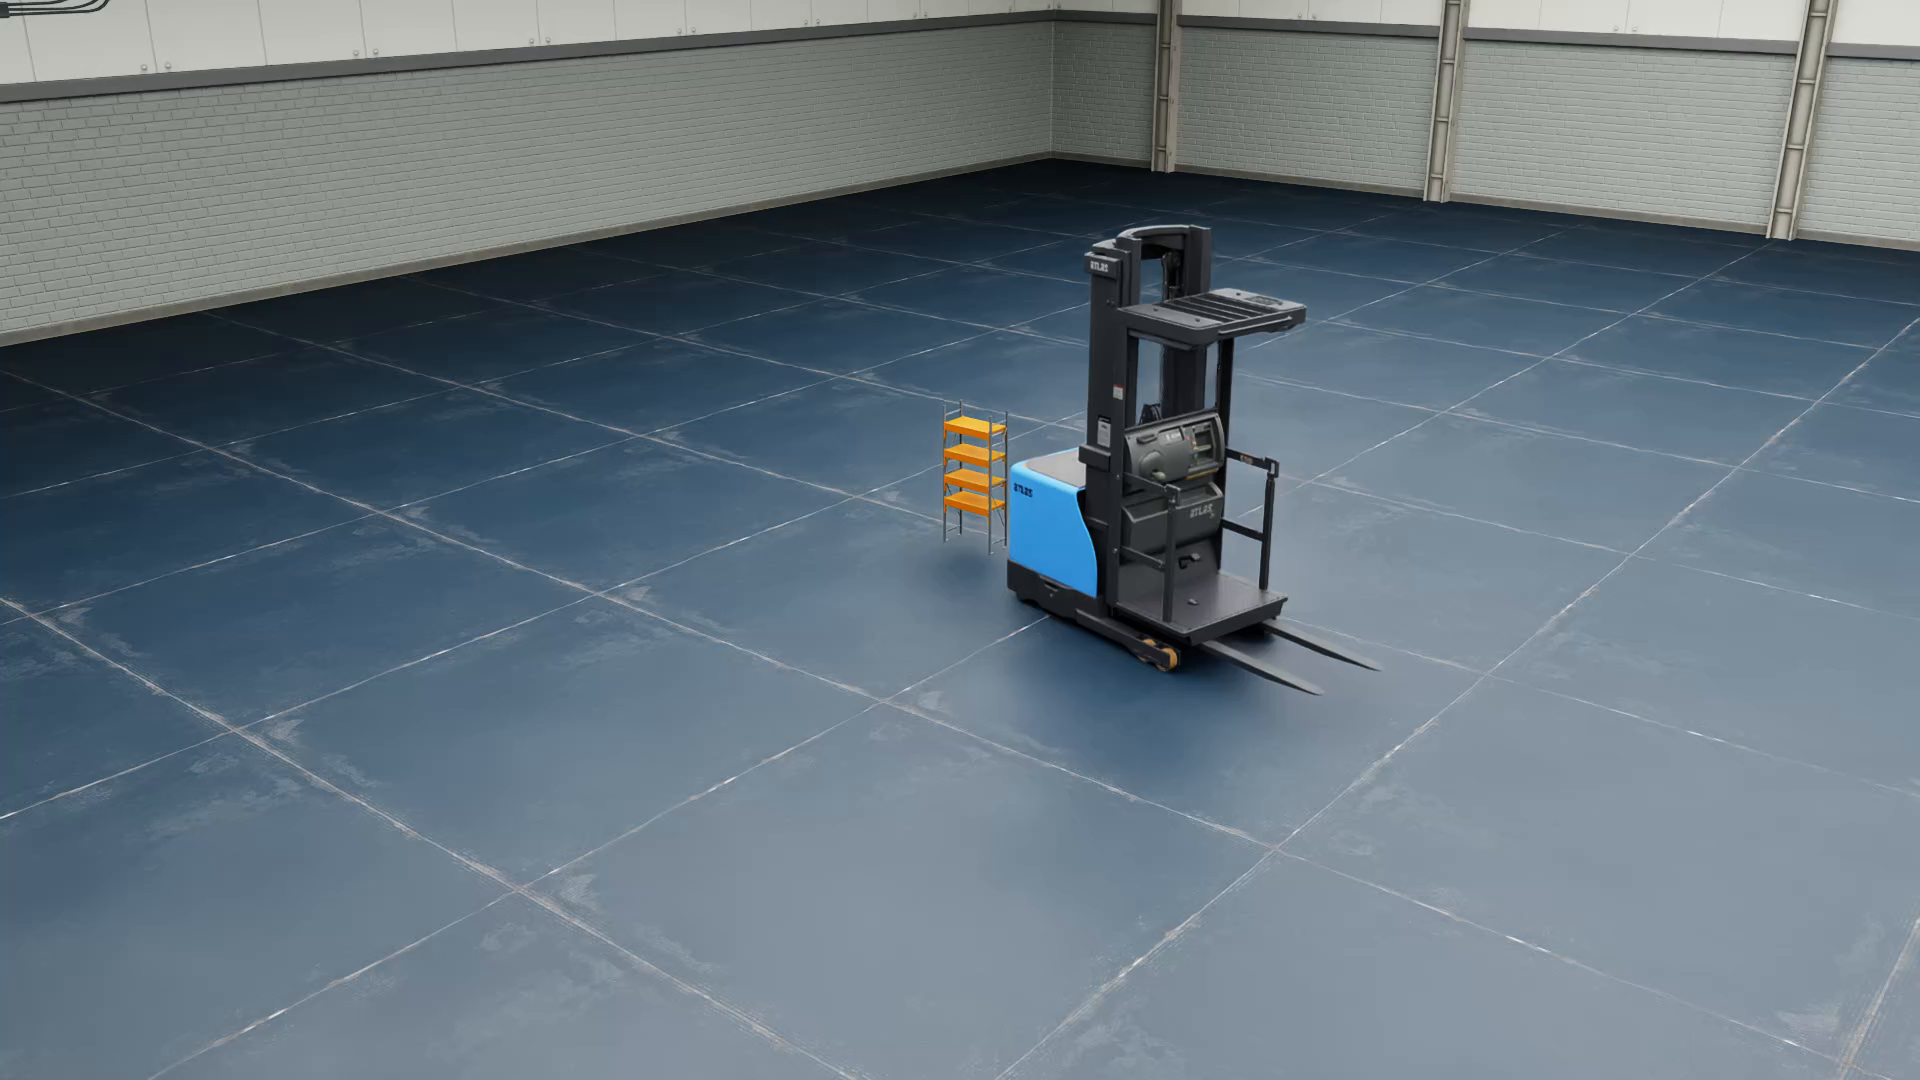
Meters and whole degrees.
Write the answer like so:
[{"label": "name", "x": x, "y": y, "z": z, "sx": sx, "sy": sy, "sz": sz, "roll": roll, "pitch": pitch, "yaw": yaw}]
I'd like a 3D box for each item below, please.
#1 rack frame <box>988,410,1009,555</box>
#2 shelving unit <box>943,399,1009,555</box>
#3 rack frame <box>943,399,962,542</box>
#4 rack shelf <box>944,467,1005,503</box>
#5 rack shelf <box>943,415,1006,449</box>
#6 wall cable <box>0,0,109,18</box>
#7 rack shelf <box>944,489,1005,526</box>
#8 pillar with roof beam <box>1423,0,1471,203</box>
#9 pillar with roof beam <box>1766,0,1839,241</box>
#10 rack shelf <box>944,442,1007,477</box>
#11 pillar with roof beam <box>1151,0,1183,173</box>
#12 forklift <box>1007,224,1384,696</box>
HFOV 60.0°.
[{"label": "rack frame", "x": 0.317, "y": -0.470, "z": 13.716, "sx": 0.015, "sy": 1.200, "sz": 0.240, "roll": 16, "pitch": 26, "yaw": 36}, {"label": "shelving unit", "x": 0.128, "y": -0.524, "z": 13.861, "sx": 0.503, "sy": 1.200, "sz": 0.258, "roll": 16, "pitch": 26, "yaw": 36}, {"label": "rack frame", "x": -0.061, "y": -0.579, "z": 14.005, "sx": 0.015, "sy": 1.200, "sz": 0.240, "roll": 16, "pitch": 26, "yaw": 36}, {"label": "rack shelf", "x": 0.128, "y": -0.462, "z": 13.885, "sx": 0.480, "sy": 0.148, "sz": 0.258, "roll": 16, "pitch": 26, "yaw": 36}, {"label": "rack shelf", "x": 0.128, "y": -0.892, "z": 13.722, "sx": 0.480, "sy": 0.148, "sz": 0.258, "roll": 16, "pitch": 26, "yaw": 36}, {"label": "wall cable", "x": -11.142, "y": -8.448, "z": 19.000, "sx": 0.169, "sy": 6.003, "sz": 2.305, "roll": 16, "pitch": 26, "yaw": 36}, {"label": "rack shelf", "x": 0.128, "y": -0.276, "z": 13.955, "sx": 0.480, "sy": 0.148, "sz": 0.258, "roll": 16, "pitch": 26, "yaw": 36}, {"label": "pillar with roof beam", "x": 6.133, "y": -9.342, "z": 26.190, "sx": 0.400, "sy": 9.000, "sz": 9.100, "roll": 16, "pitch": 26, "yaw": 36}, {"label": "pillar with roof beam", "x": 10.781, "y": -8.003, "z": 22.640, "sx": 0.400, "sy": 9.000, "sz": 9.100, "roll": 16, "pitch": 26, "yaw": 36}, {"label": "rack shelf", "x": 0.128, "y": -0.671, "z": 13.806, "sx": 0.480, "sy": 0.148, "sz": 0.258, "roll": 16, "pitch": 26, "yaw": 36}, {"label": "pillar with roof beam", "x": 1.484, "y": -10.680, "z": 29.739, "sx": 0.400, "sy": 9.000, "sz": 9.100, "roll": 16, "pitch": 26, "yaw": 36}, {"label": "forklift", "x": 1.673, "y": -0.644, "z": 11.724, "sx": 1.130, "sy": 2.935, "sz": 3.031, "roll": -15, "pitch": 26, "yaw": -35}]
